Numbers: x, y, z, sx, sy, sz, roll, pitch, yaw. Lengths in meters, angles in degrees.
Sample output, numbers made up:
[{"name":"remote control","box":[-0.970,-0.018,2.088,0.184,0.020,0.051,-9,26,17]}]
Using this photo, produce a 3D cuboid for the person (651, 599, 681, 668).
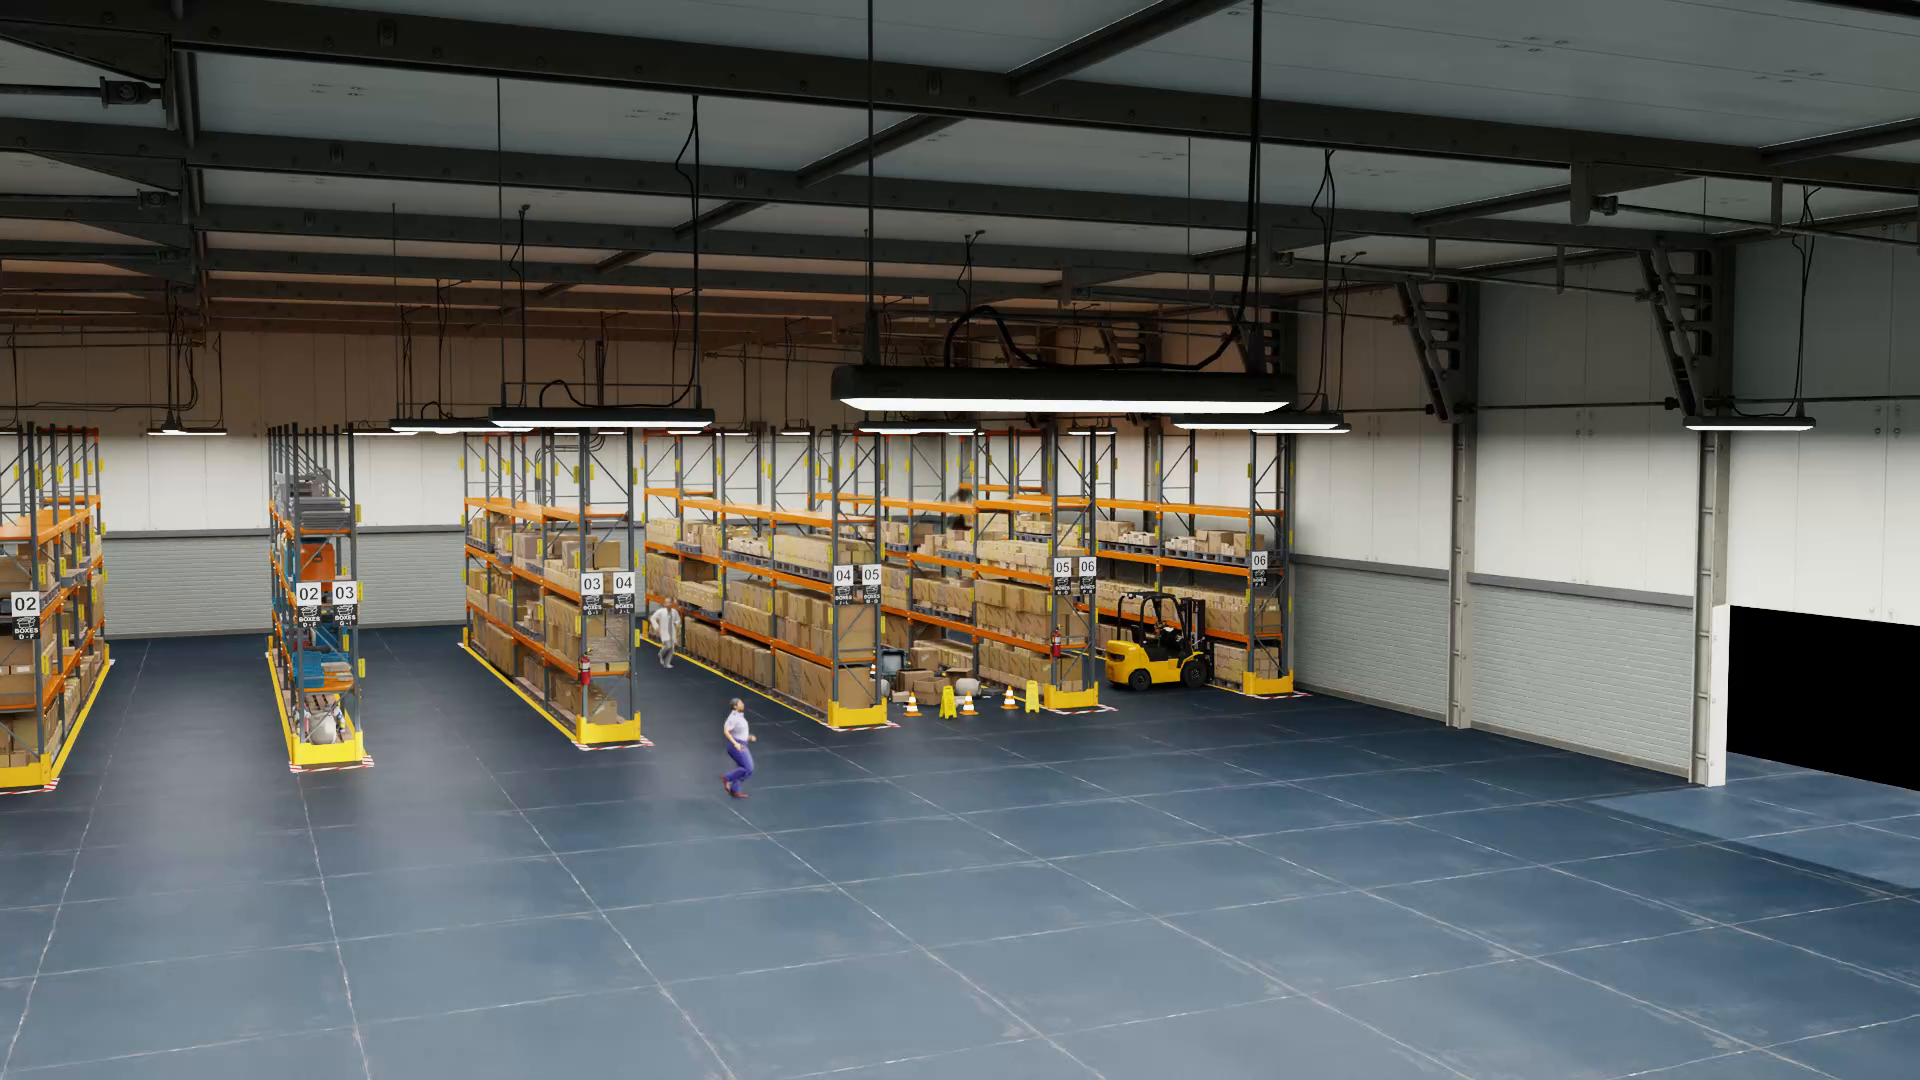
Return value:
[{"name":"person","box":[-7.250,2.327,41.351,0.714,1.736,0.616,-3,4,-36]}]

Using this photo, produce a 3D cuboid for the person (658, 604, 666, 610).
[{"name":"person","box":[-8.802,1.949,49.297,0.587,1.503,0.606,1,4,14]}]

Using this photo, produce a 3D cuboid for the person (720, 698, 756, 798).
[{"name":"person","box":[-3.535,3.316,26.504,0.549,1.596,0.607,0,3,-1]}]
